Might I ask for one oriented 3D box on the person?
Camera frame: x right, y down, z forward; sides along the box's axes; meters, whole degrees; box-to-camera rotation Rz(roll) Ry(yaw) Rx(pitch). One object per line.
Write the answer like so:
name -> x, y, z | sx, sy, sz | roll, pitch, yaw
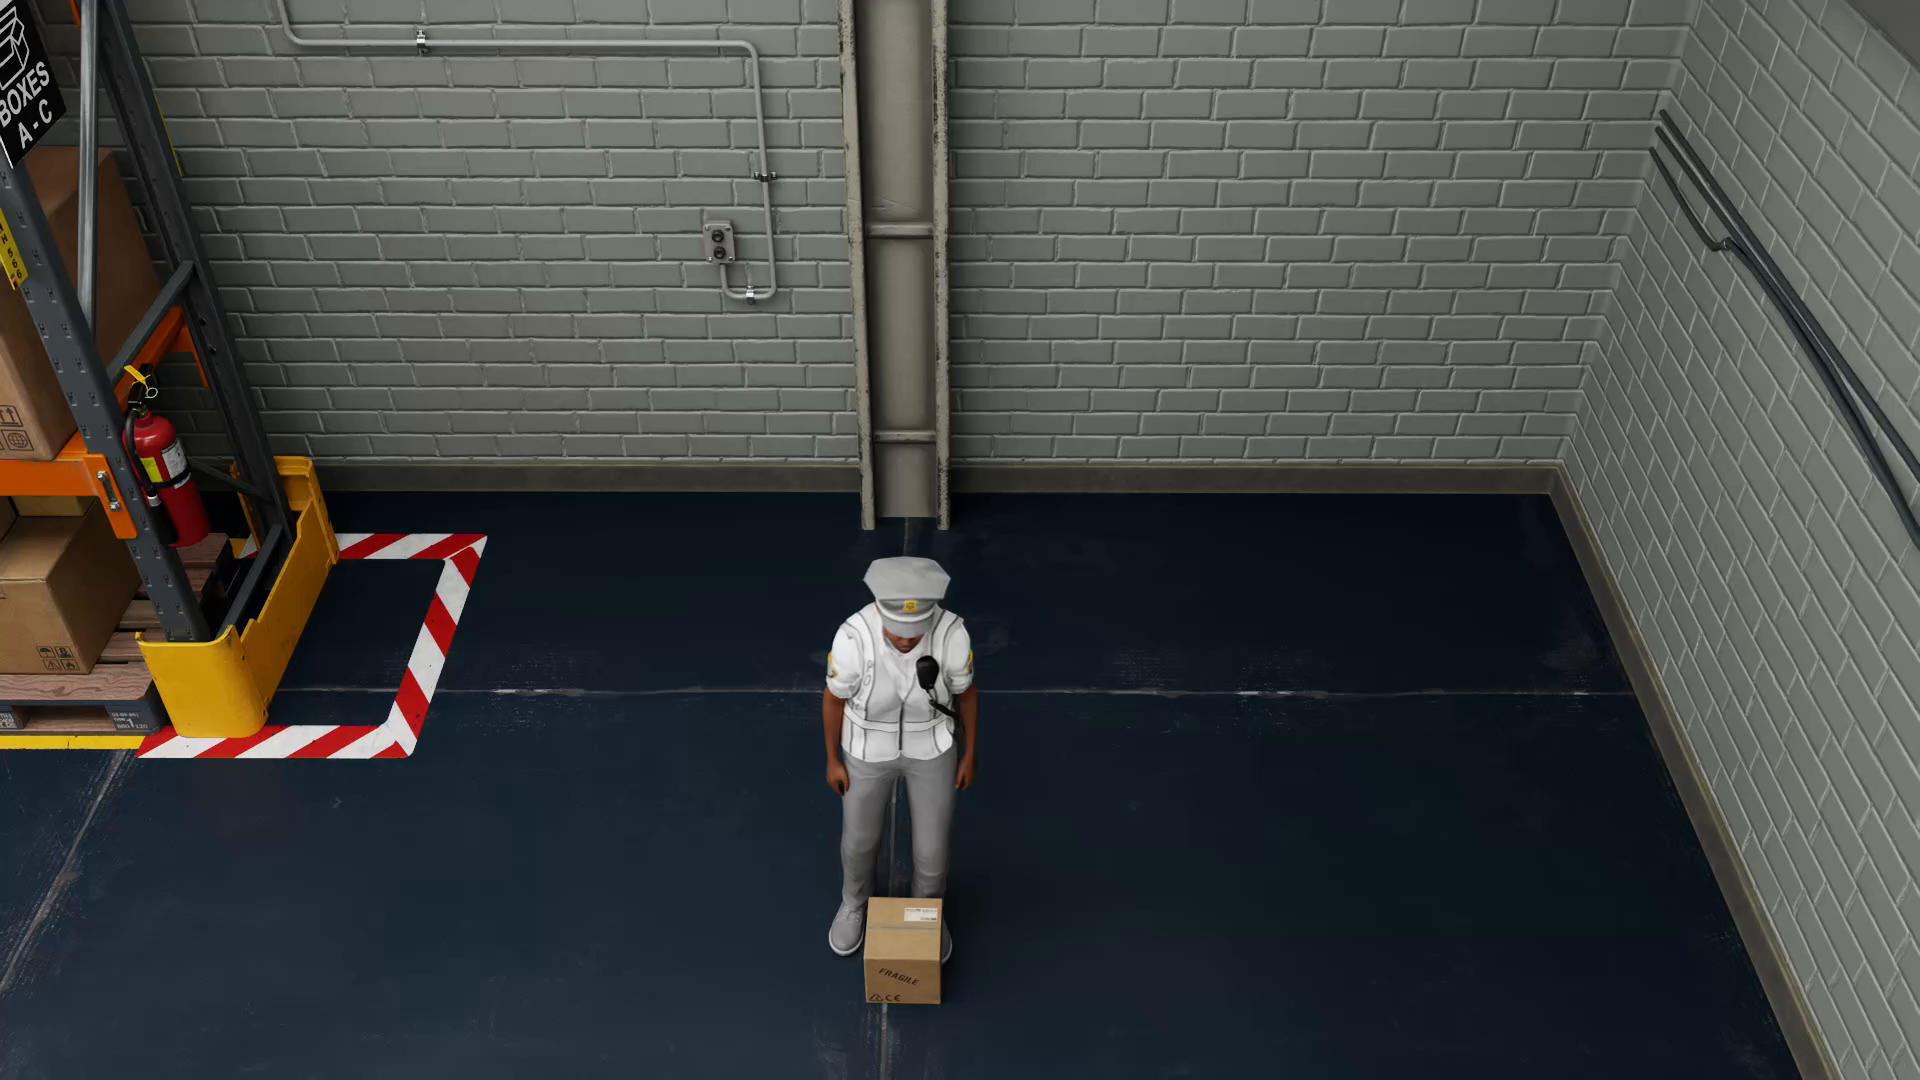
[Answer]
person -> -0.198, 0.700, 5.318 | 0.522, 1.658, 0.427 | -2, 40, -3
